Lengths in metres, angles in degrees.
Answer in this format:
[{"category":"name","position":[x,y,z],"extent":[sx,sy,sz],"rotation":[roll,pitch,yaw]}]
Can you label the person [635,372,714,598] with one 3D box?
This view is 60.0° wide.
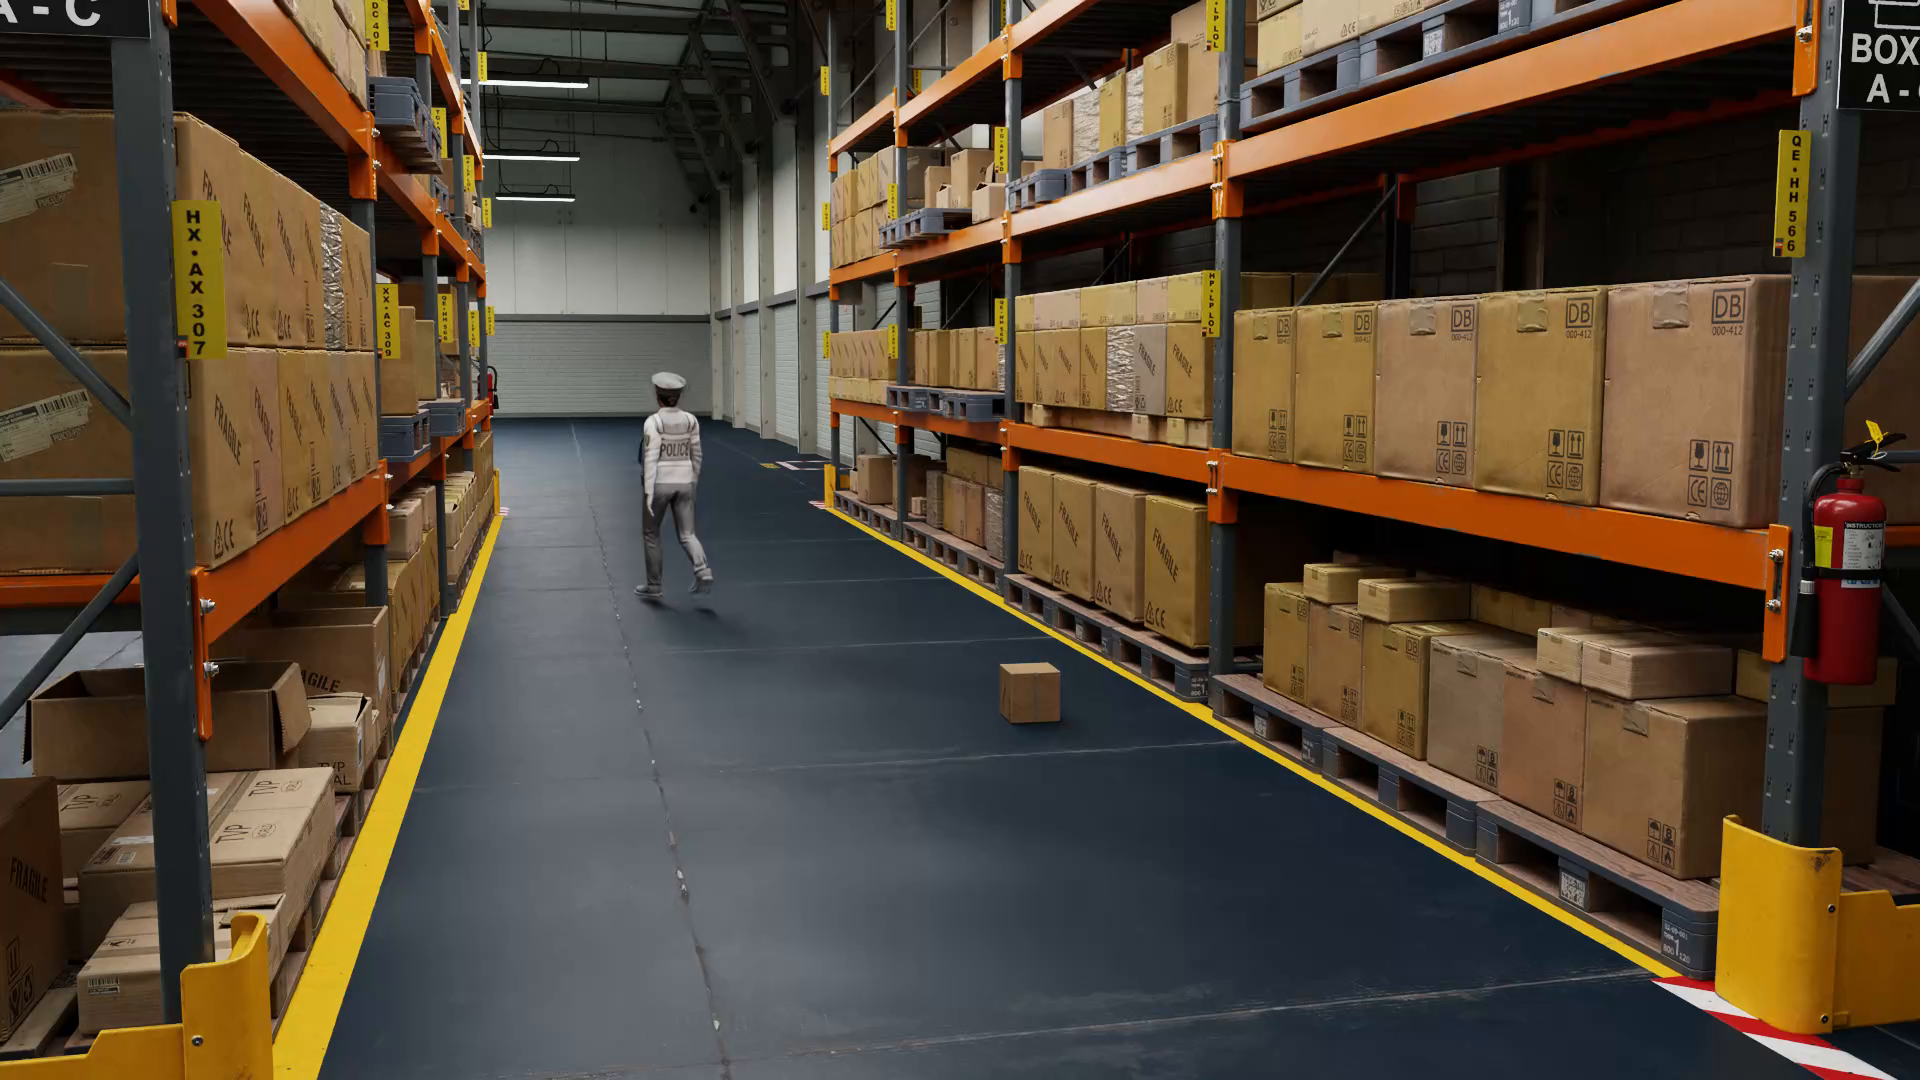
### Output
[{"category":"person","position":[-2.076,-0.387,12.014],"extent":[0.498,1.650,0.897],"rotation":[-4,8,-35]}]
